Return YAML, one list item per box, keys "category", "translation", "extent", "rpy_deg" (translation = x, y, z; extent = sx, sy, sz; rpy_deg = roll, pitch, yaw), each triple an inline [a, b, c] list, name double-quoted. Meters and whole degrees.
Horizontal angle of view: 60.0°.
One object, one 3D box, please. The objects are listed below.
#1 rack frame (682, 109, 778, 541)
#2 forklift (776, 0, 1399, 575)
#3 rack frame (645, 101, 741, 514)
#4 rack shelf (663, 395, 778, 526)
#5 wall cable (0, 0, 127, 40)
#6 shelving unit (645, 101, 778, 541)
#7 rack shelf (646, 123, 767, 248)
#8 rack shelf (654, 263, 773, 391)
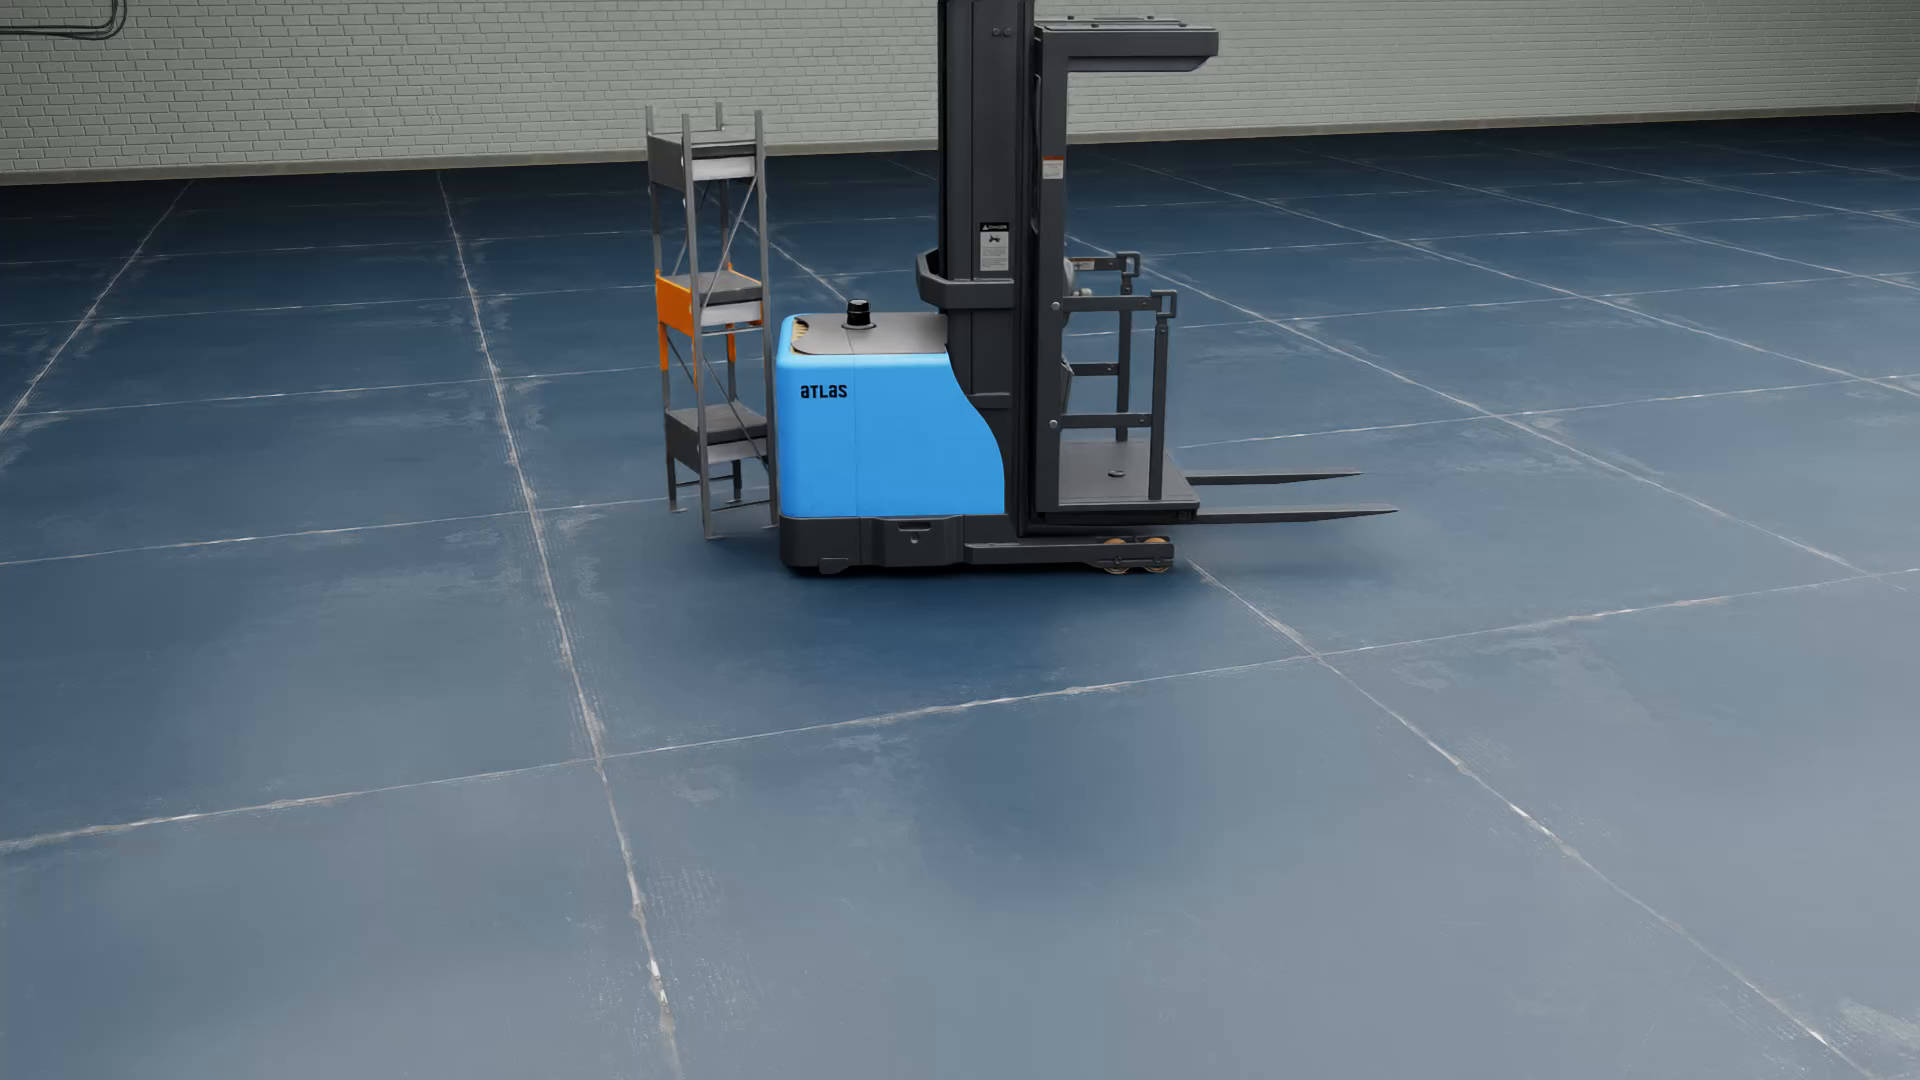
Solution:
- category: "rack frame"
  translation: [-1.115, -1.021, 8.154]
  extent: [0.400, 2.100, 0.015]
  rpy_deg: [-11, 23, -28]
- category: "forklift"
  translation: [0.626, -1.394, 7.962]
  extent: [3.031, 2.935, 1.130]
  rpy_deg: [-1, 20, -4]
- category: "rack frame"
  translation: [-1.360, -1.164, 8.551]
  extent: [0.400, 2.100, 0.015]
  rpy_deg: [-11, 23, -28]
- category: "rack shelf"
  translation: [-1.238, -0.421, 8.594]
  extent: [0.431, 0.518, 0.480]
  rpy_deg: [-11, 23, -28]
- category: "wall cable"
  translation: [-11.722, -7.193, 19.724]
  extent: [3.097, 2.526, 0.112]
  rpy_deg: [-6, 21, -17]
- category: "shelving unit"
  translation: [-1.238, -1.093, 8.352]
  extent: [0.431, 2.100, 0.503]
  rpy_deg: [-11, 23, -28]
- category: "rack shelf"
  translation: [-1.238, -1.739, 8.120]
  extent: [0.431, 0.518, 0.480]
  rpy_deg: [-11, 23, -28]
- category: "rack shelf"
  translation: [-1.238, -1.080, 8.357]
  extent: [0.431, 0.518, 0.480]
  rpy_deg: [-11, 23, -28]
